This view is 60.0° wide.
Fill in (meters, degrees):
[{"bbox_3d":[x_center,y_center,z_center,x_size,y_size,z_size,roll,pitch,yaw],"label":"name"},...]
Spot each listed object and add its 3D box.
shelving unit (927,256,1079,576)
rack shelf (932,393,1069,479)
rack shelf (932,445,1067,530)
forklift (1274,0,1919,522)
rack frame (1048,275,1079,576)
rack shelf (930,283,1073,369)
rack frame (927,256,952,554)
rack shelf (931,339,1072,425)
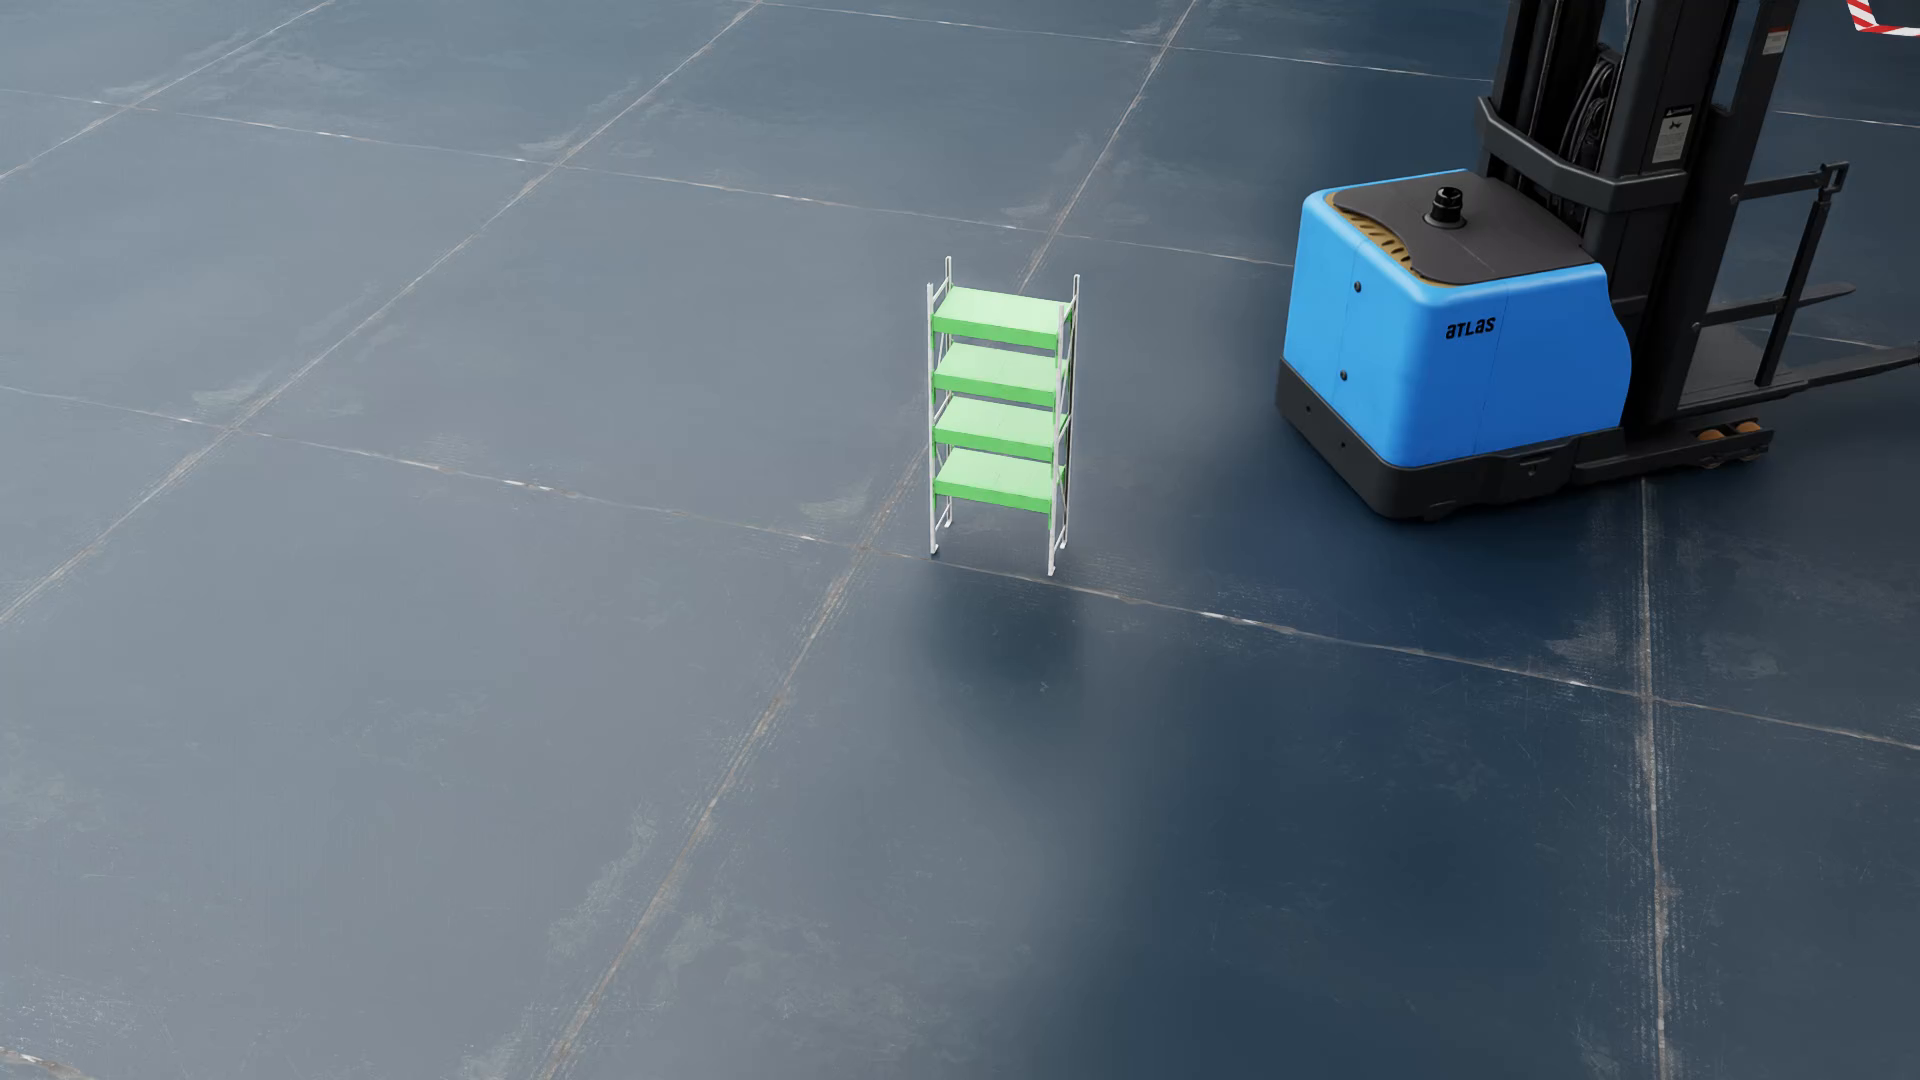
[{"bbox_3d":[0.158,-0.454,6.355,0.503,1.200,0.258,10,38,14],"label":"shelving unit"},{"bbox_3d":[0.158,-0.402,6.392,0.480,0.148,0.258,10,38,14],"label":"rack shelf"},{"bbox_3d":[0.158,-0.209,6.535,0.480,0.148,0.258,10,38,14],"label":"rack shelf"},{"bbox_3d":[2.984,-1.773,6.686,3.031,2.935,1.130,-11,38,-15],"label":"forklift"},{"bbox_3d":[0.391,-0.411,6.296,0.015,1.200,0.240,10,38,14],"label":"rack frame"},{"bbox_3d":[0.158,-0.789,6.108,0.480,0.148,0.258,10,38,14],"label":"rack shelf"},{"bbox_3d":[-0.075,-0.497,6.413,0.015,1.200,0.240,10,38,14],"label":"rack frame"},{"bbox_3d":[0.158,-0.596,6.250,0.480,0.148,0.258,10,38,14],"label":"rack shelf"}]
